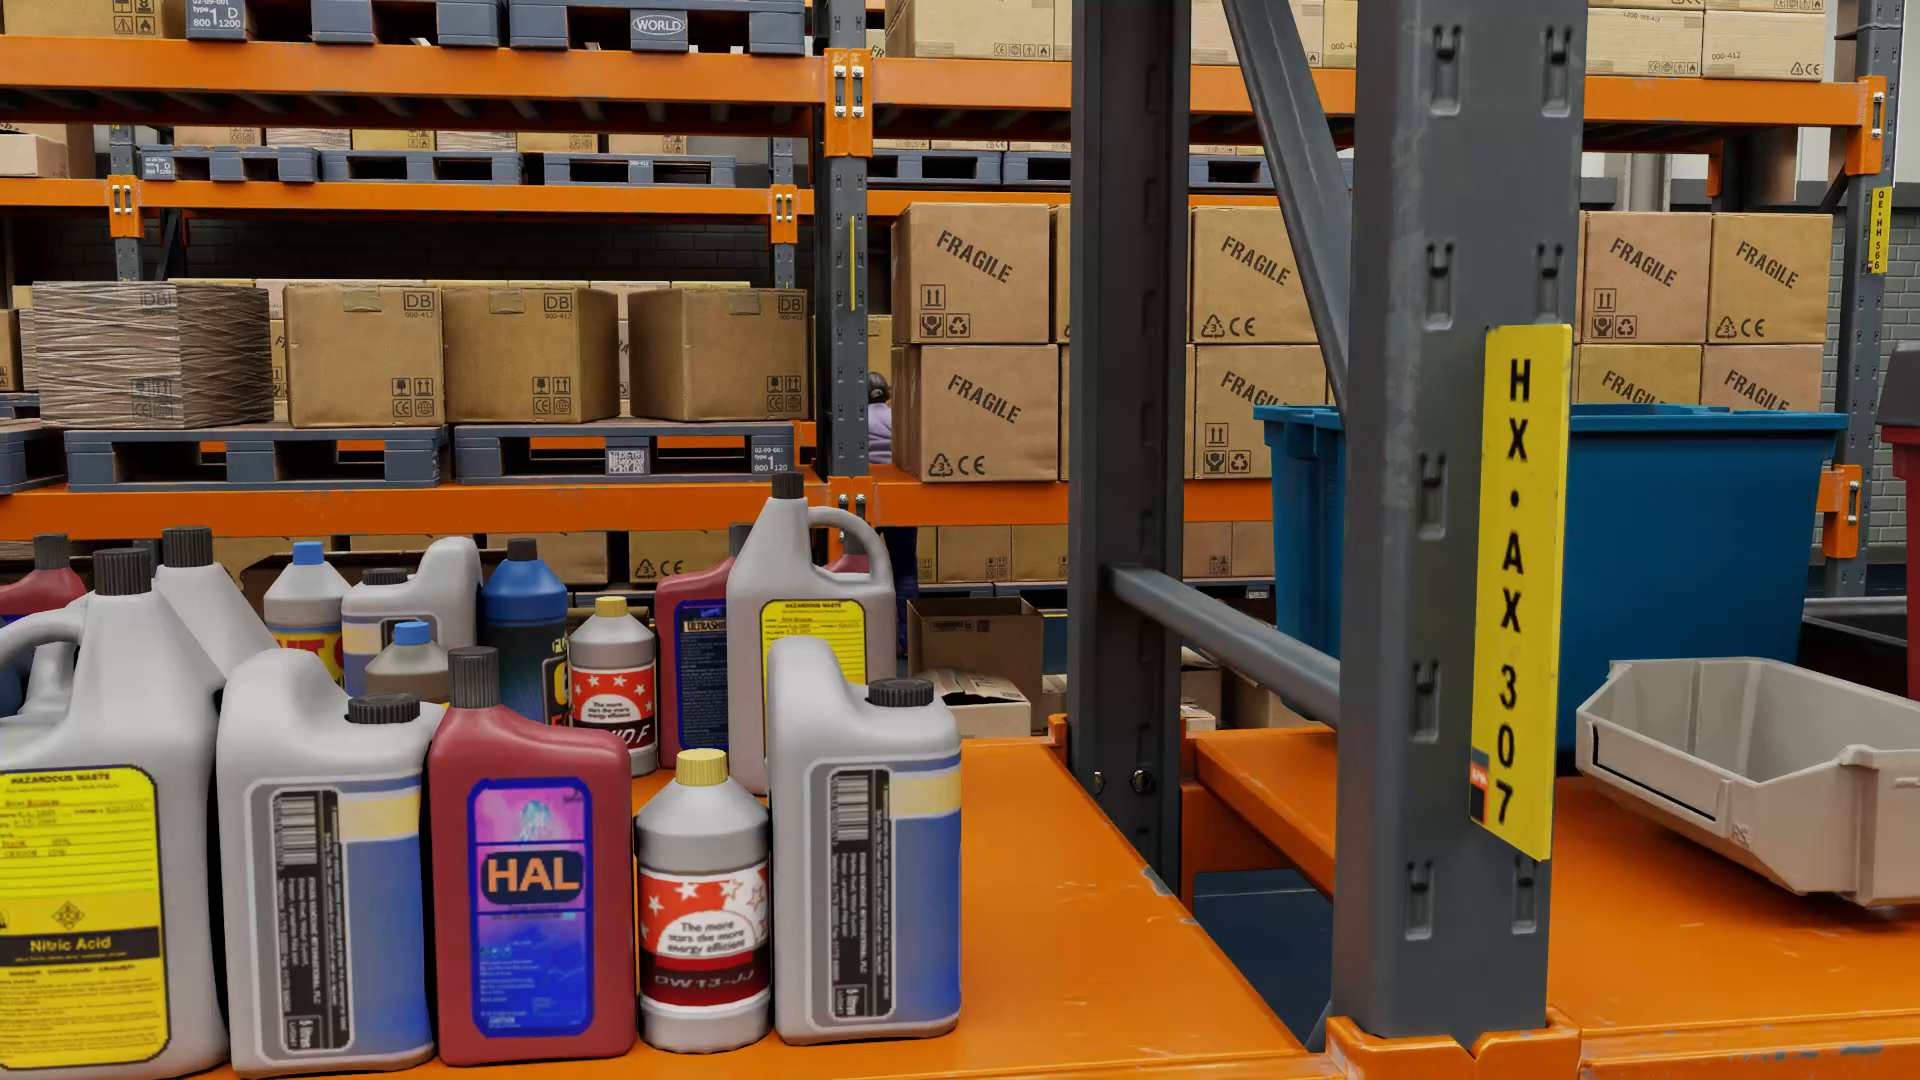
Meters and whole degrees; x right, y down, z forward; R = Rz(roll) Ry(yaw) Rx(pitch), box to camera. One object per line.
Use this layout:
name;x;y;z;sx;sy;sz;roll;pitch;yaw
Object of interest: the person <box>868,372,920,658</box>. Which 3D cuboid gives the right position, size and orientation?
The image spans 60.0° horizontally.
person;-0.459;-0.140;9.588;0.542;1.651;0.423;-1;7;-11
